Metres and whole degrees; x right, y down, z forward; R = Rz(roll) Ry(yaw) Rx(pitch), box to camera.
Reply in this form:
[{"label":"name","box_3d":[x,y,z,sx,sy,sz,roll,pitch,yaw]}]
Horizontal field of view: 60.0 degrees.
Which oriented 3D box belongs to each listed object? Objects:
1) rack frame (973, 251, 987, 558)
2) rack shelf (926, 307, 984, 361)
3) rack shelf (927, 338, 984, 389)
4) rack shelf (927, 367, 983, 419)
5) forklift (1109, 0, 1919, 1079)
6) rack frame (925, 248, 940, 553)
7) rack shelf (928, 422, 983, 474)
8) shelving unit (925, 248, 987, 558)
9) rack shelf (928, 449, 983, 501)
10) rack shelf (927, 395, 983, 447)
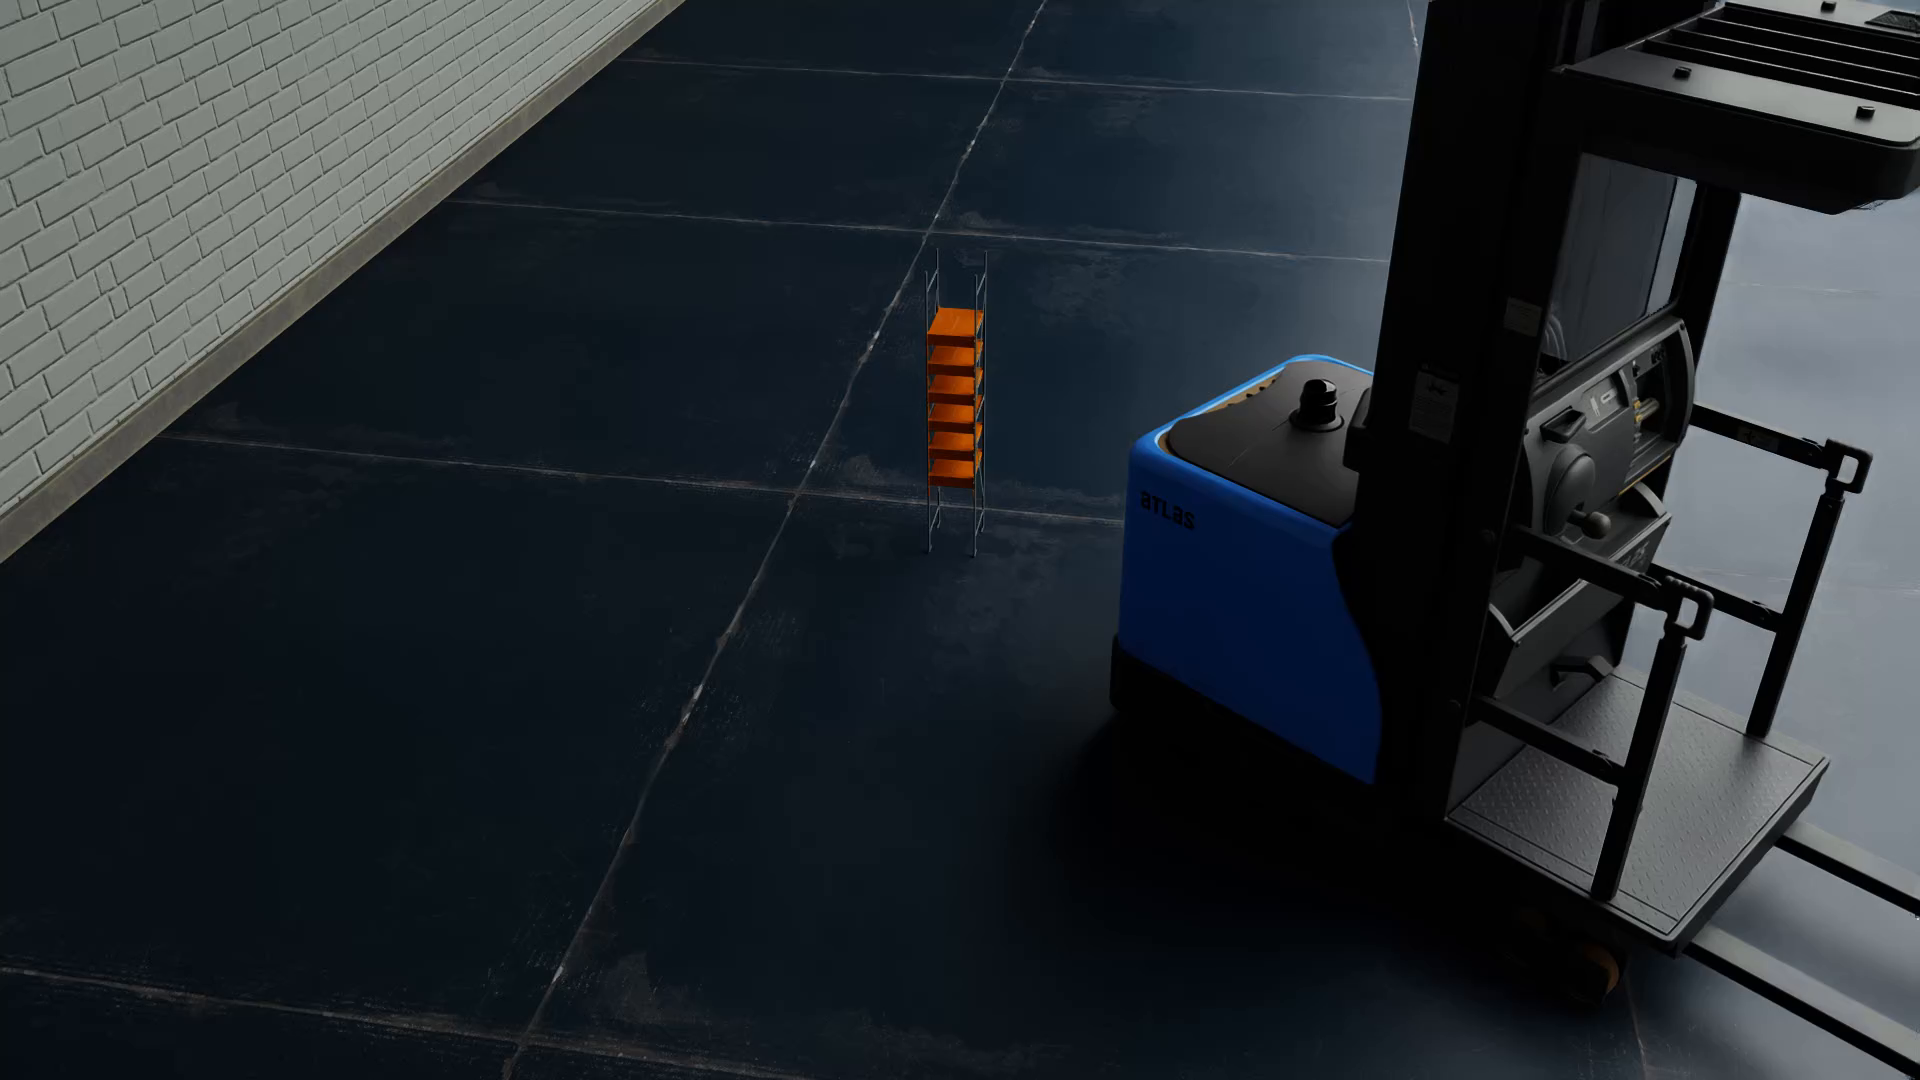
[{"label":"rack frame","box_3d":[0.076,-0.502,6.394,0.006,1.200,0.240,5,32,8]},{"label":"rack shelf","box_3d":[-0.014,-0.777,6.239,0.180,0.103,0.258,5,32,8]},{"label":"rack shelf","box_3d":[-0.014,-0.676,6.303,0.180,0.103,0.258,5,32,8]},{"label":"rack shelf","box_3d":[-0.014,-0.574,6.367,0.180,0.103,0.258,5,32,8]},{"label":"forklift","box_3d":[1.909,-0.263,4.381,1.130,2.935,3.031,-28,41,-37]},{"label":"rack frame","box_3d":[-0.104,-0.518,6.420,0.006,1.200,0.240,5,32,8]},{"label":"rack shelf","box_3d":[-0.014,-0.370,6.494,0.180,0.103,0.258,5,32,8]},{"label":"shelving unit","box_3d":[-0.014,-0.510,6.407,0.189,1.200,0.258,5,32,8]},{"label":"rack shelf","box_3d":[-0.014,-0.269,6.558,0.180,0.103,0.258,5,32,8]},{"label":"rack shelf","box_3d":[-0.014,-0.472,6.430,0.180,0.103,0.258,5,32,8]}]
